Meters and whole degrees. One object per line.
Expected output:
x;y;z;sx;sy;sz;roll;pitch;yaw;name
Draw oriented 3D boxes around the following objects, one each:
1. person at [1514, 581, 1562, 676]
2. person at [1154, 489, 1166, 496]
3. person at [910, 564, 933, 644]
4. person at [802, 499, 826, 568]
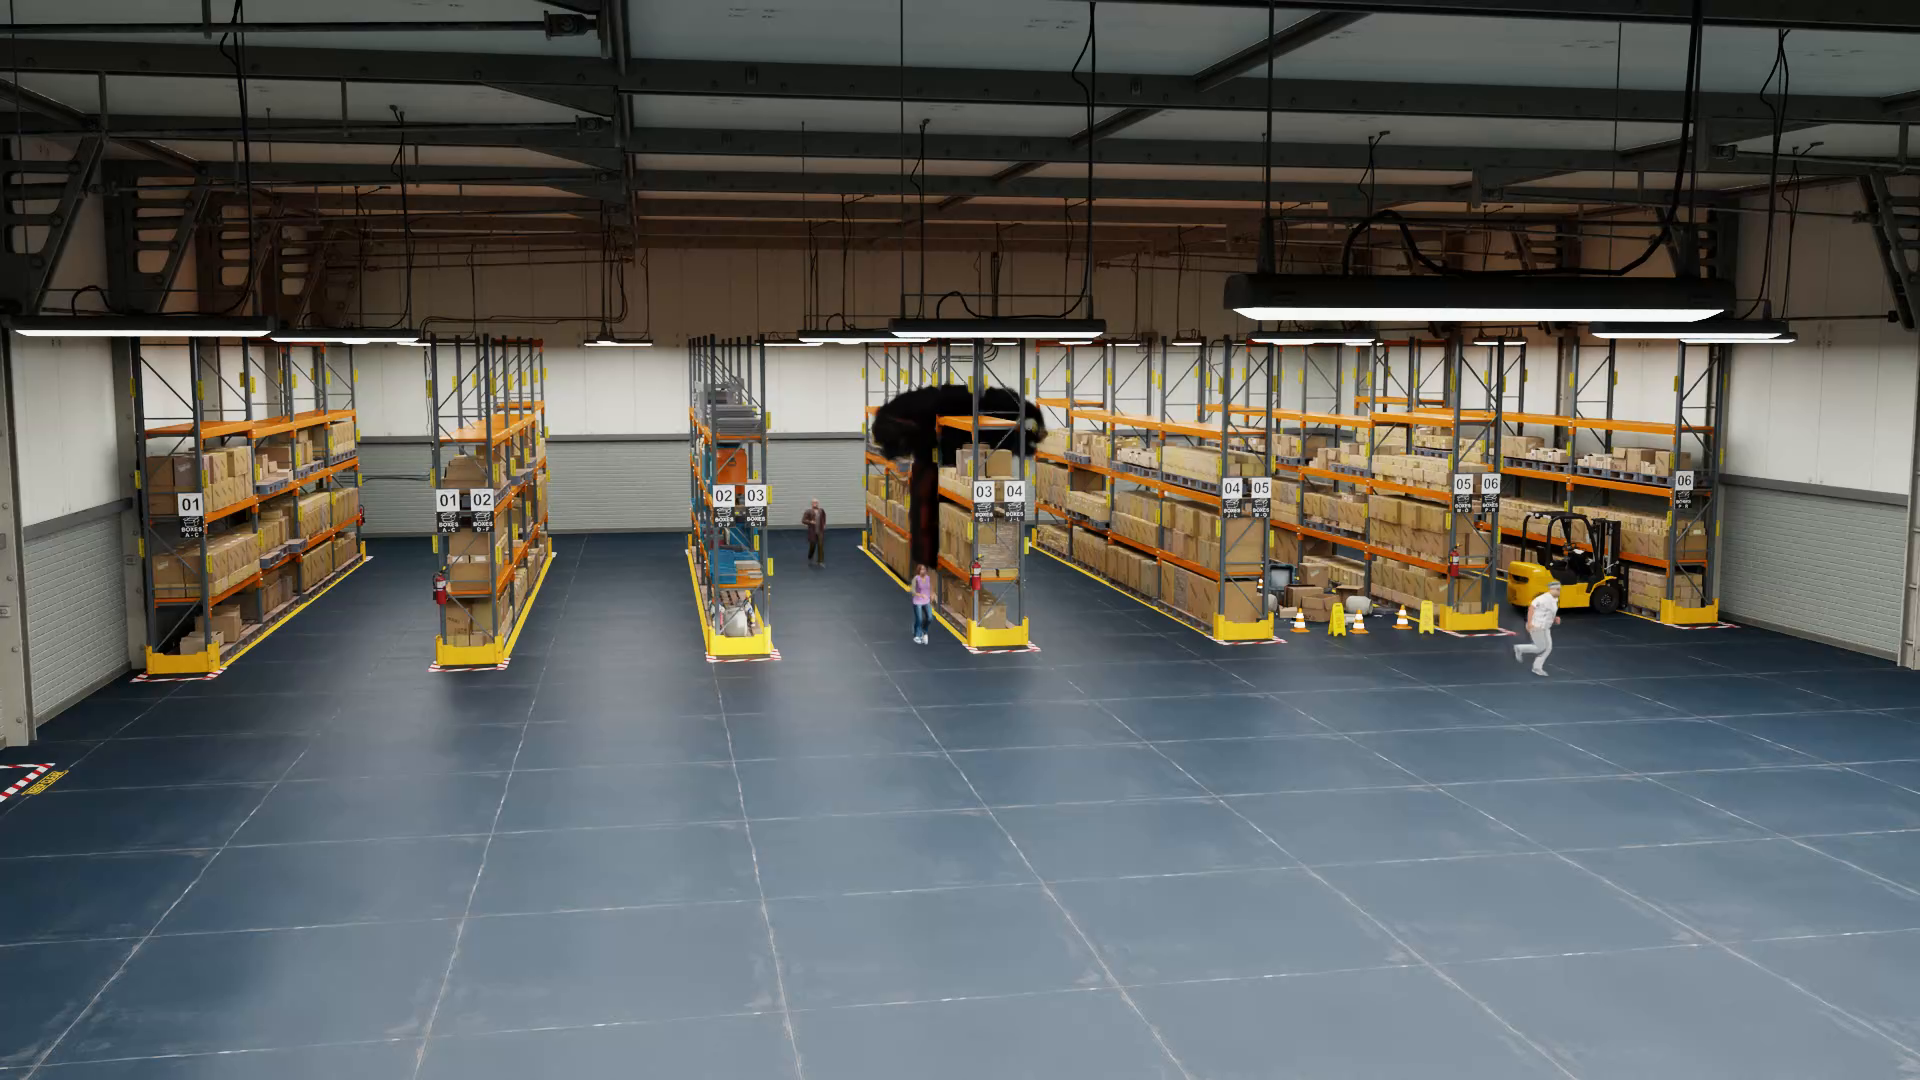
10.239;1.538;29.435;0.782;1.709;0.658;5;8;39;person
6.148;-1.033;51.852;0.537;1.654;0.603;-4;8;-29;person
-0.711;1.247;32.288;0.555;1.594;0.632;-3;7;-26;person
-3.803;-0.195;43.692;0.710;1.771;1.034;-3;7;-21;person
